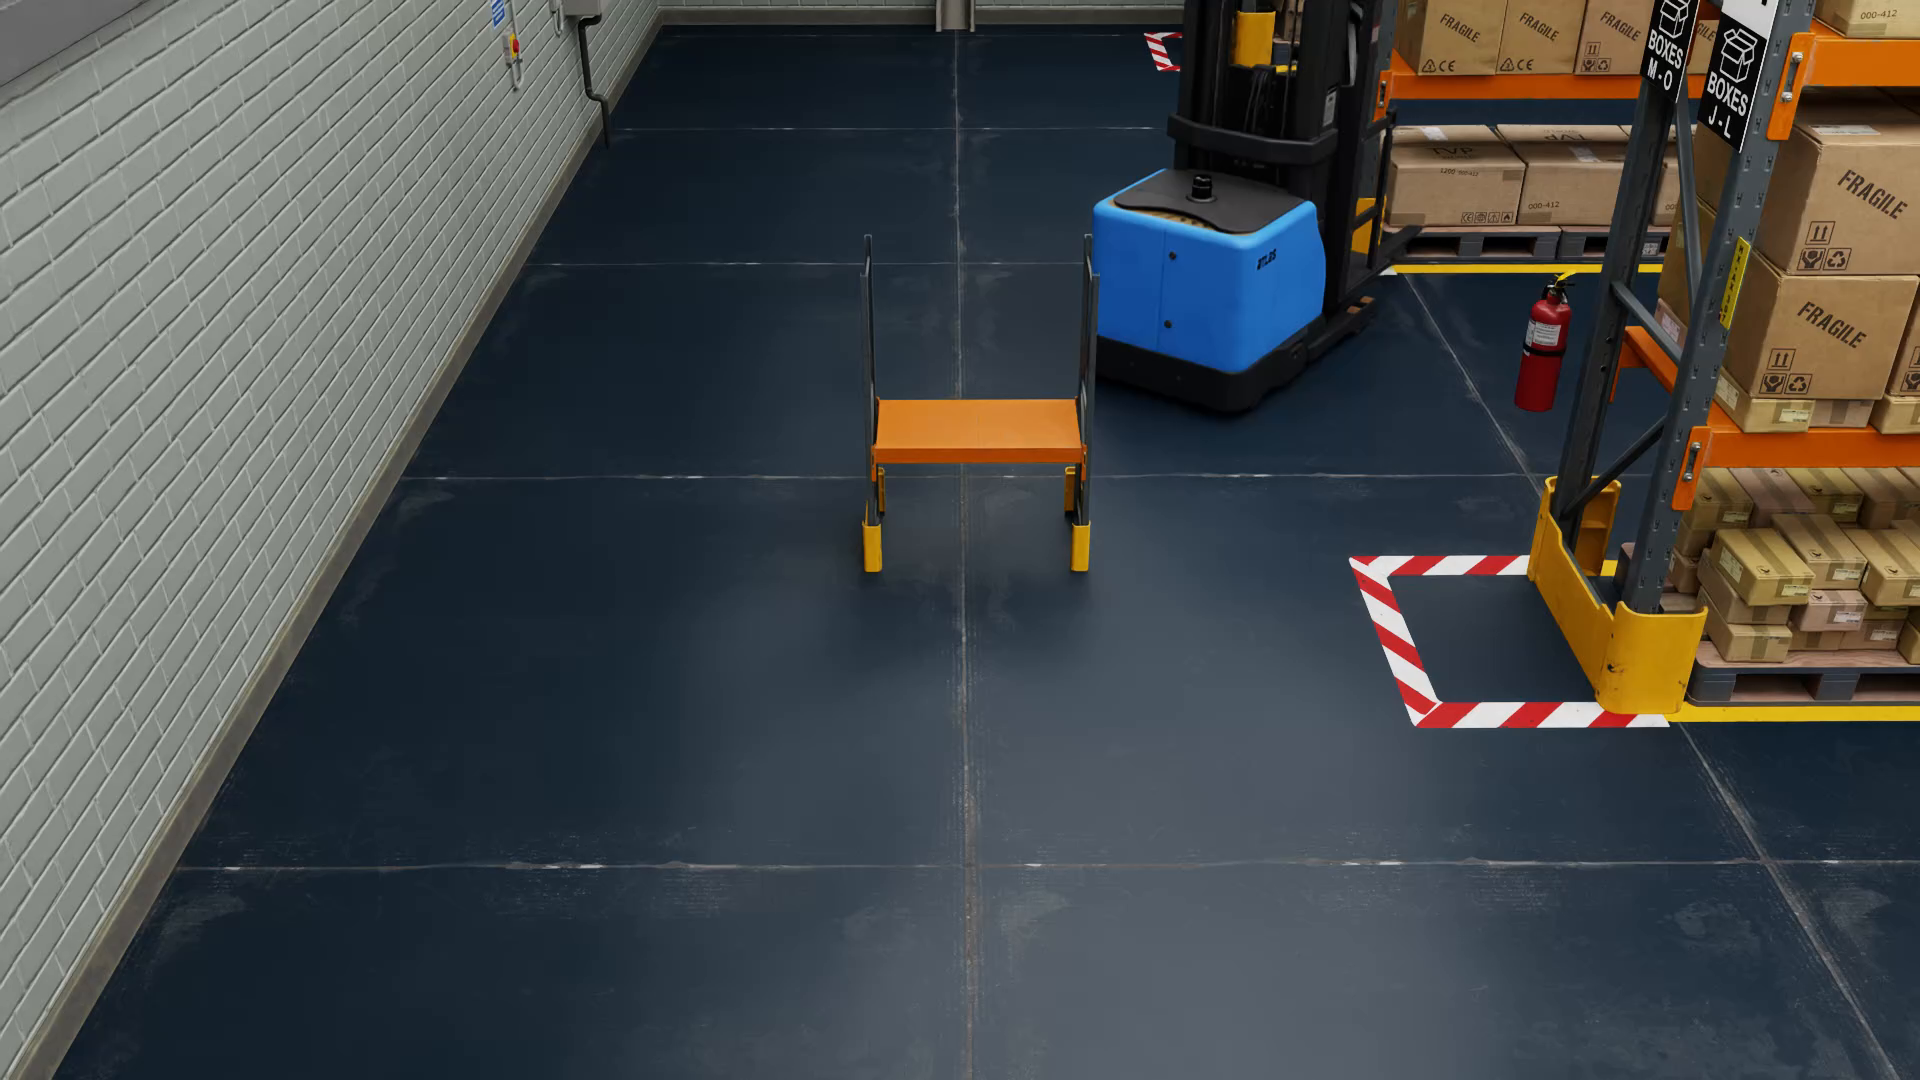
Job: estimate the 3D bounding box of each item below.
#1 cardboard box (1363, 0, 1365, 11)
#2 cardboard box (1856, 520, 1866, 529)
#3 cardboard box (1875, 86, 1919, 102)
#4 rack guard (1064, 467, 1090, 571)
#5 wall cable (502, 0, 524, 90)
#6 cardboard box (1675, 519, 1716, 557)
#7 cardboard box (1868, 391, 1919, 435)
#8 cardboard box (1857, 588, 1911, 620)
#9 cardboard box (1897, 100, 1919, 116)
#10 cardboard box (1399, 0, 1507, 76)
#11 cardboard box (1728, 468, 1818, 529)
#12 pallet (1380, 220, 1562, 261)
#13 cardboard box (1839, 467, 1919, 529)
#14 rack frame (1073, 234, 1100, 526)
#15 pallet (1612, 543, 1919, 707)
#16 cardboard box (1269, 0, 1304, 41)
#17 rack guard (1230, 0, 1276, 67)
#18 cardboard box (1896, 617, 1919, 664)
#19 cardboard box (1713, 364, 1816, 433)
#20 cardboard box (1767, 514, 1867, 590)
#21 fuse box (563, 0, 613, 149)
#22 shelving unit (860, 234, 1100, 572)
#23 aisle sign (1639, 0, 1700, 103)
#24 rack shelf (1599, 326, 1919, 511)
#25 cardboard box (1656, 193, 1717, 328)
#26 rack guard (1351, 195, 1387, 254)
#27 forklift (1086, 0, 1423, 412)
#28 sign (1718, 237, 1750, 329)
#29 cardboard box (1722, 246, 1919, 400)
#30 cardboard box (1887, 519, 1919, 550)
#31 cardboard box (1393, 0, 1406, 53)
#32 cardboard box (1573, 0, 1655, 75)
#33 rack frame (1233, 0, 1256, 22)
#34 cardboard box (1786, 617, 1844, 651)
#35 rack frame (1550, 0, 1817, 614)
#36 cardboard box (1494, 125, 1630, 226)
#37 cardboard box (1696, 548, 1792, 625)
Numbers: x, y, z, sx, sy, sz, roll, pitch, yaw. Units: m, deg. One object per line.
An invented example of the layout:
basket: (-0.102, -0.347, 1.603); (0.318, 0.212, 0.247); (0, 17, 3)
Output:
cardboard box: (4.122, -5.037, 15.665); (0.500, 0.500, 0.700); (1, 31, 2)
cardboard box: (4.135, -0.036, 7.475); (0.250, 0.149, 0.380); (-1, 31, -1)
cardboard box: (3.782, -1.578, 6.612); (0.500, 0.500, 0.500); (-1, 31, -2)
rack guard: (0.574, -0.109, 8.188); (0.087, 0.250, 0.587); (0, 31, 0)
wall cable: (-2.950, -3.834, 10.668); (0.123, 1.953, 0.585); (0, 31, 0)
cardboard box: (3.346, -0.086, 7.557); (0.250, 0.149, 0.380); (-1, 31, -2)
cardboard box: (3.669, -0.568, 6.536); (0.250, 0.149, 0.380); (-1, 31, -2)
cardboard box: (3.863, 0.177, 7.124); (0.250, 0.149, 0.380); (0, 31, 0)
cardboard box: (3.775, -1.315, 6.178); (0.500, 0.500, 0.500); (1, 31, 1)
cardboard box: (3.170, -3.311, 10.719); (0.500, 0.500, 0.500); (0, 31, -1)
cardboard box: (3.599, -0.168, 7.405); (0.250, 0.149, 0.380); (0, 31, 1)
pallet: (3.488, -2.267, 11.783); (1.213, 0.211, 1.003); (0, 31, 0)
cardboard box: (4.116, -0.202, 7.462); (0.250, 0.149, 0.380); (-1, 31, -2)
rack frame: (0.594, -0.643, 7.864); (0.032, 1.500, 0.500); (0, 31, 0)
pallet: (3.708, 0.359, 7.455); (1.213, 0.211, 1.003); (0, 31, 0)
cardboard box: (3.267, -5.056, 15.693); (0.637, 0.503, 0.797); (-1, 31, -2)
rack guard: (2.731, -4.922, 15.881); (0.348, 0.500, 1.175); (0, 31, 0)
cardboard box: (4.111, 0.364, 7.103); (0.250, 0.149, 0.380); (0, 31, 0)
cardboard box: (3.145, -0.572, 6.543); (0.250, 0.149, 0.380); (0, 31, -1)
cardboard box: (3.620, 0.048, 7.050); (0.250, 0.149, 0.380); (0, 31, 1)
fuse box: (-2.817, -3.925, 13.070); (0.414, 1.711, 0.539); (0, 31, 0)
shelving unit: (0.076, -0.641, 7.861); (1.083, 1.500, 0.587); (0, 31, 0)
aisle sign: (2.745, -2.115, 6.339); (0.004, 0.787, 0.394); (0, 31, 0)
rack shelf: (4.819, -0.547, 6.954); (4.000, 0.370, 1.077); (0, 31, 0)
cardboard box: (3.267, -1.153, 6.876); (0.500, 0.500, 0.500); (0, 31, 1)
rack guard: (2.665, -2.347, 11.637); (0.348, 0.500, 1.175); (0, 31, 0)
forklift: (2.001, -2.677, 9.837); (1.130, 2.935, 3.031); (21, 37, 30)
sign: (2.823, -0.937, 6.068); (0.005, 0.325, 0.100); (0, 31, 0)
cardboard box: (3.270, -0.877, 6.420); (0.500, 0.500, 0.500); (1, 31, 2)
cardboard box: (4.121, 0.070, 7.013); (0.250, 0.149, 0.380); (-2, 31, -3)
cardboard box: (3.169, -3.597, 11.191); (0.500, 0.500, 0.500); (0, 31, 0)
cardboard box: (4.185, -3.320, 10.733); (0.500, 0.500, 0.500); (0, 31, -1)
rack frame: (2.655, -5.991, 15.232); (0.127, 3.000, 1.000); (0, 31, 0)
cardboard box: (3.607, 0.312, 7.188); (0.250, 0.149, 0.380); (0, 31, 0)
rack frame: (2.819, -0.849, 6.757); (0.127, 3.000, 1.000); (0, 31, 0)
cardboard box: (4.263, -2.561, 11.645); (0.875, 0.438, 0.875); (1, 31, 1)
cardboard box: (3.345, 0.195, 7.094); (0.250, 0.149, 0.380); (1, 31, 2)
